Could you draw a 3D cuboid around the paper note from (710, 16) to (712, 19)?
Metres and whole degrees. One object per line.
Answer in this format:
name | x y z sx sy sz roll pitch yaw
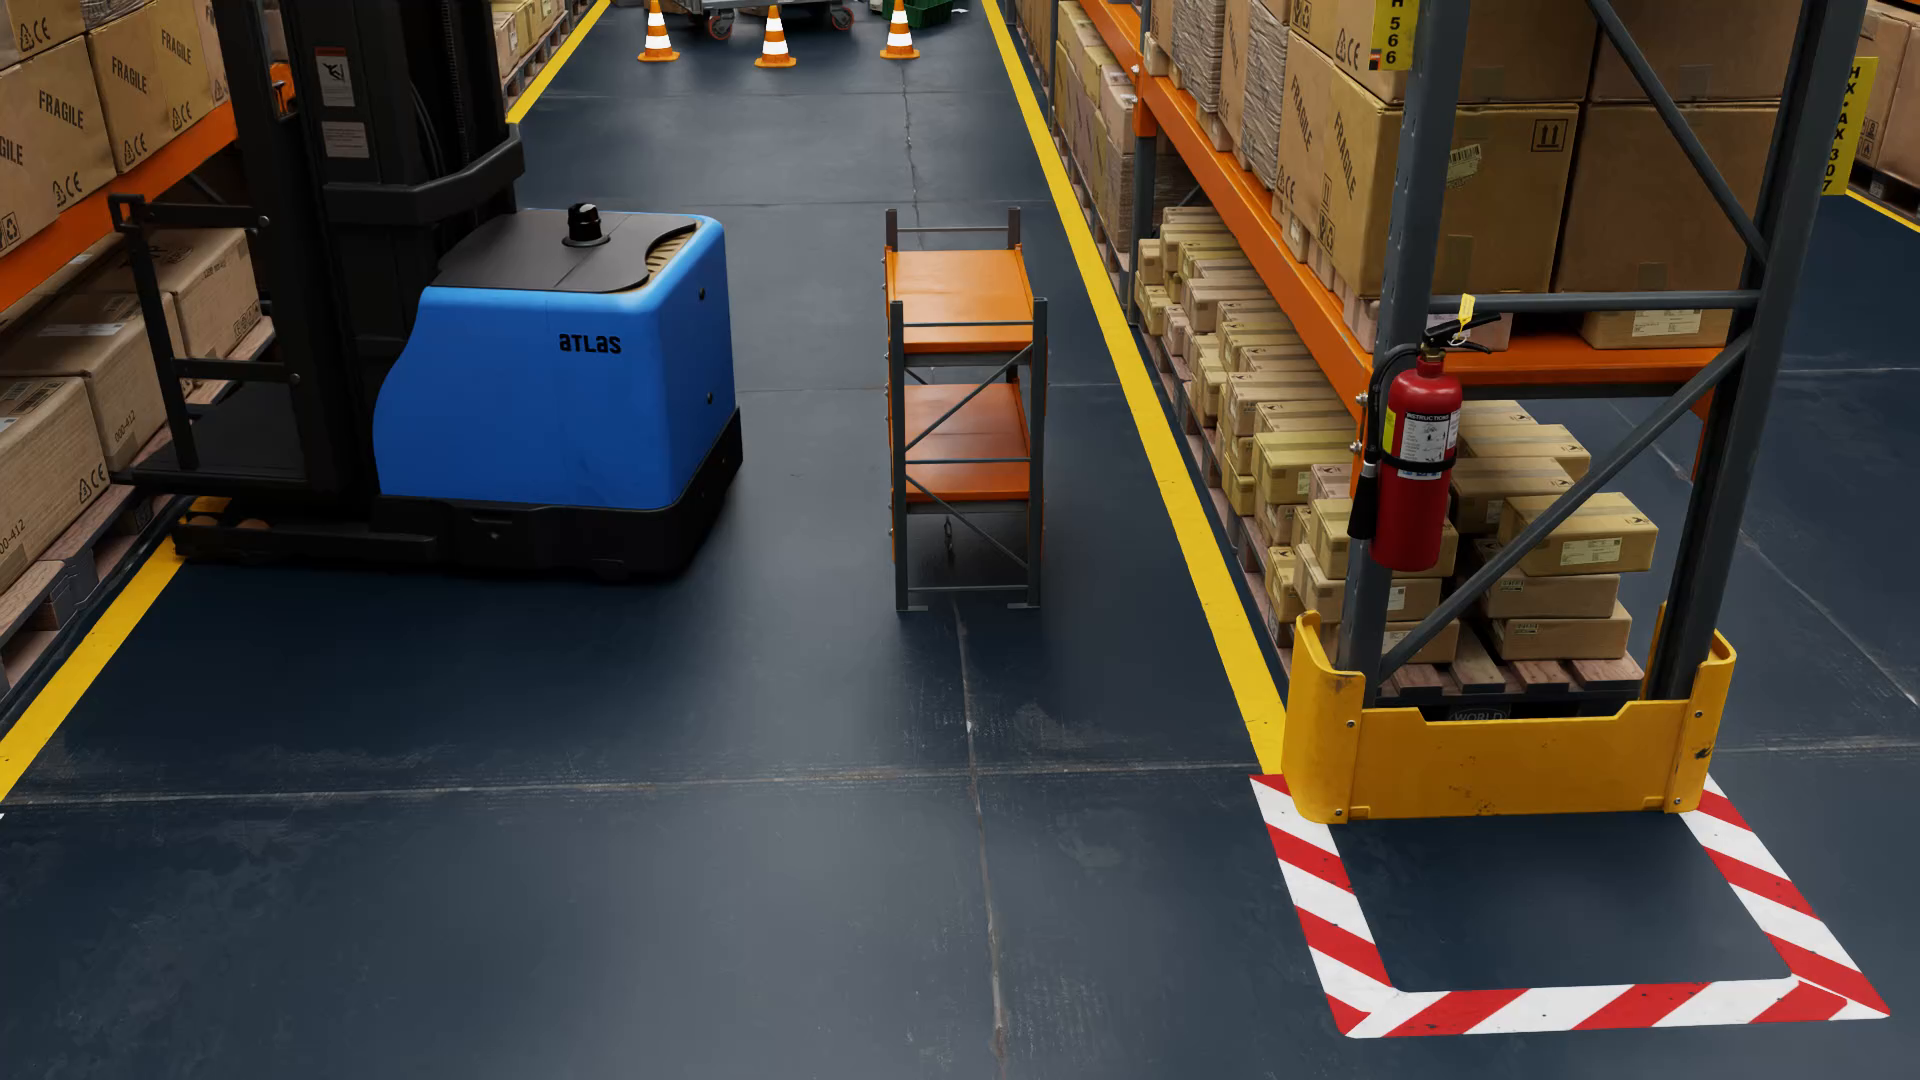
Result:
paper note | -2.339 -4.927 15.665 0.148 0.019 0.142 -1 28 -3

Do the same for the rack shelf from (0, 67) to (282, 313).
rack shelf | -3.493 -1.021 5.742 1.077 0.370 4.000 -1 28 -3

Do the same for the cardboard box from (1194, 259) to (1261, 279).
cardboard box | 1.206 -1.087 7.077 0.380 0.149 0.250 -2 28 -4

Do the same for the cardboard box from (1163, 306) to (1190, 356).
cardboard box | 1.118 -0.939 7.436 0.380 0.149 0.250 -2 28 -3

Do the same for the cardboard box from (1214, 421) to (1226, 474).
cardboard box | 1.176 -0.340 6.286 0.380 0.149 0.250 -1 28 -2

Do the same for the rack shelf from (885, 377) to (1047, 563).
rack shelf | 0.000 -0.279 6.097 0.538 0.278 1.000 -1 28 -3

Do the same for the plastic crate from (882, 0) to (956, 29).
plastic crate | -0.394 -4.952 15.479 0.450 0.188 0.662 22 34 18

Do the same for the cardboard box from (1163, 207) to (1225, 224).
cardboard box | 1.152 -1.451 7.775 0.380 0.149 0.250 0 28 -1

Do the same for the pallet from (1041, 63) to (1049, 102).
pallet | 1.166 -3.406 12.553 1.003 0.211 1.213 -1 28 -3

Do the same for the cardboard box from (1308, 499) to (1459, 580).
cardboard box | 1.269 -0.007 5.005 0.380 0.149 0.250 -1 28 -2

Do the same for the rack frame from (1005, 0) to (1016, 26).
rack frame | 0.923 -6.124 14.748 1.000 3.000 0.127 -1 28 -3

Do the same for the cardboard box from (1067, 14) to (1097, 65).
cardboard box | 0.953 -3.129 10.443 0.500 0.250 0.500 -2 28 -3

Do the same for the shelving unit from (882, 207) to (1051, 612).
shelving unit | 0.000 -0.496 5.984 0.538 1.125 1.048 -1 28 -3

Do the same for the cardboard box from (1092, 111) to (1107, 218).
cardboard box | 1.024 -2.080 9.244 0.500 0.500 0.500 -2 28 -4

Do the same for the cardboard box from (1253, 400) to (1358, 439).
cardboard box | 1.223 -0.362 5.685 0.380 0.149 0.250 -2 28 -5

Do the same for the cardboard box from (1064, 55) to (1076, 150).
cardboard box | 0.944 -2.790 10.604 0.500 0.500 0.500 -1 28 -2

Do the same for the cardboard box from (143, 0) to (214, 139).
cardboard box | -3.285 -1.862 6.469 0.500 0.500 0.500 -2 28 -4

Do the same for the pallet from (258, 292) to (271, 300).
pallet | -3.713 -1.382 8.671 1.003 0.211 1.213 -1 28 -3

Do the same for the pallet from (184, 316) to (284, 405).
pallet | -3.636 -0.674 7.314 1.003 0.211 1.213 -1 28 -3

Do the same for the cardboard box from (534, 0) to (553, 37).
cardboard box | -3.944 -4.405 13.840 0.950 0.372 0.625 0 28 1

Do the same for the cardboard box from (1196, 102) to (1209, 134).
cardboard box | 1.139 -1.696 6.531 0.380 0.149 0.250 -1 28 -2

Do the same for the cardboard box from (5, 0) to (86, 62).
cardboard box | -3.224 -1.839 5.342 0.500 0.500 0.500 -1 28 -2

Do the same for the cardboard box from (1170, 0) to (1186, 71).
cardboard box | 1.148 -2.143 6.685 0.500 0.500 0.500 -1 28 -3

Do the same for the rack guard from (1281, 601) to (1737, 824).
rack guard | 1.546 0.491 4.768 1.175 0.500 0.348 -1 28 -3

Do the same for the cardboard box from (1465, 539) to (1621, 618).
cardboard box | 1.779 0.115 5.092 0.380 0.149 0.250 0 28 0

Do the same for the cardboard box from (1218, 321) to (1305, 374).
cardboard box | 1.208 -0.729 6.390 0.380 0.149 0.250 -1 28 -2

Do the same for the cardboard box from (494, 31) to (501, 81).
cardboard box | -3.826 -3.393 11.899 0.950 0.372 0.625 -3 28 -6

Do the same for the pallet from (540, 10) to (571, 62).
pallet | -3.973 -4.362 14.385 1.003 0.211 1.213 -1 28 -3

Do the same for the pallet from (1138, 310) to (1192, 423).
pallet | 1.411 -0.884 7.717 1.003 0.211 1.213 -1 28 -3

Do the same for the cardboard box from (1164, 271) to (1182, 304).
cardboard box | 1.143 -1.194 7.602 0.380 0.149 0.250 -1 28 -2

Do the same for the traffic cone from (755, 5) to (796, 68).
traffic cone | -1.538 -4.185 13.773 0.336 0.463 0.334 -1 28 -3

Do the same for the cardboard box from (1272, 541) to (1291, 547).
cardboard box | 1.272 0.017 5.603 0.380 0.149 0.250 -2 28 -3

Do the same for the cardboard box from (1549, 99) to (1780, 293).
cardboard box | 1.802 -0.973 4.441 0.500 0.500 0.500 0 28 0

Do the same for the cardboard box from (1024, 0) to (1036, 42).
cardboard box | 1.092 -4.583 13.772 1.050 0.750 0.750 -1 28 -3

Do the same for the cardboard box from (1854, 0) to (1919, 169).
cardboard box | 6.145 -2.863 10.339 1.225 0.875 0.875 -1 28 -2

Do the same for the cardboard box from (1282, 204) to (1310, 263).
cardboard box | 1.210 -0.963 5.125 0.380 0.149 0.250 -1 28 -1

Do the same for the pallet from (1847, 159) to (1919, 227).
pallet | 6.117 -2.186 10.212 1.003 0.211 1.213 -1 28 -3

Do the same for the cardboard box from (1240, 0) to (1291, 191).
cardboard box | 1.211 -1.432 5.322 0.500 0.500 0.500 -1 28 -2

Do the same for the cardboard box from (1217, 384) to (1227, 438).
cardboard box | 1.173 -0.471 6.216 0.380 0.149 0.250 0 28 0

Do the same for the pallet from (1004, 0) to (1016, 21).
pallet | 0.962 -5.241 16.070 1.003 0.211 1.213 -1 28 -3

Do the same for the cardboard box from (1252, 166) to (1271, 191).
cardboard box | 1.241 -1.334 5.836 0.380 0.149 0.250 -1 28 -2

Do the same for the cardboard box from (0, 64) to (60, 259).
cardboard box | -3.189 -1.157 5.117 0.500 0.500 0.500 -2 28 -3

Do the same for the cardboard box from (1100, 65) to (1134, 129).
cardboard box | 1.036 -2.416 9.076 0.500 0.250 0.500 0 28 0

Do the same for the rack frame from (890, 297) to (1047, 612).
rack frame | 0.027 -0.261 5.534 0.500 1.125 0.032 -1 28 -3

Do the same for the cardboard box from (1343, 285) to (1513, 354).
cardboard box | 1.250 -0.615 4.457 0.380 0.149 0.250 -1 28 -3

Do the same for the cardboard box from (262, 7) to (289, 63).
cardboard box | -3.357 -2.407 7.783 0.500 0.250 0.500 -2 28 -4

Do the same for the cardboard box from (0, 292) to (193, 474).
cardboard box | -3.624 -0.608 6.488 0.875 0.438 0.875 -2 28 -4

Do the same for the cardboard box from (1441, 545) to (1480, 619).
cardboard box | 1.747 0.127 5.392 0.380 0.149 0.250 -1 28 -3

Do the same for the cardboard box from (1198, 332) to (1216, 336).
cardboard box | 1.194 -0.830 6.905 0.380 0.149 0.250 0 28 0

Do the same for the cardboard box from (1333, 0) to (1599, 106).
cardboard box | 1.277 -1.407 4.194 0.500 0.500 0.500 -2 28 -4

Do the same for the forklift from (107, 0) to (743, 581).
forklift | -2.432 -1.446 5.852 3.031 2.935 1.130 3 28 7

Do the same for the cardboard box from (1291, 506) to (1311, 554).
cardboard box | 1.277 0.005 5.304 0.380 0.149 0.250 -2 28 -4

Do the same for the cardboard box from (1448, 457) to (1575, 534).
cardboard box | 1.727 -0.143 5.266 0.380 0.149 0.250 -1 28 -2

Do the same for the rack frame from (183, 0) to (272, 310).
rack frame | -3.597 -2.263 7.346 1.000 3.000 0.127 -1 28 -3

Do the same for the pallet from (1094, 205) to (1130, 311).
pallet | 1.299 -1.553 8.999 1.003 0.211 1.213 -1 28 -3
